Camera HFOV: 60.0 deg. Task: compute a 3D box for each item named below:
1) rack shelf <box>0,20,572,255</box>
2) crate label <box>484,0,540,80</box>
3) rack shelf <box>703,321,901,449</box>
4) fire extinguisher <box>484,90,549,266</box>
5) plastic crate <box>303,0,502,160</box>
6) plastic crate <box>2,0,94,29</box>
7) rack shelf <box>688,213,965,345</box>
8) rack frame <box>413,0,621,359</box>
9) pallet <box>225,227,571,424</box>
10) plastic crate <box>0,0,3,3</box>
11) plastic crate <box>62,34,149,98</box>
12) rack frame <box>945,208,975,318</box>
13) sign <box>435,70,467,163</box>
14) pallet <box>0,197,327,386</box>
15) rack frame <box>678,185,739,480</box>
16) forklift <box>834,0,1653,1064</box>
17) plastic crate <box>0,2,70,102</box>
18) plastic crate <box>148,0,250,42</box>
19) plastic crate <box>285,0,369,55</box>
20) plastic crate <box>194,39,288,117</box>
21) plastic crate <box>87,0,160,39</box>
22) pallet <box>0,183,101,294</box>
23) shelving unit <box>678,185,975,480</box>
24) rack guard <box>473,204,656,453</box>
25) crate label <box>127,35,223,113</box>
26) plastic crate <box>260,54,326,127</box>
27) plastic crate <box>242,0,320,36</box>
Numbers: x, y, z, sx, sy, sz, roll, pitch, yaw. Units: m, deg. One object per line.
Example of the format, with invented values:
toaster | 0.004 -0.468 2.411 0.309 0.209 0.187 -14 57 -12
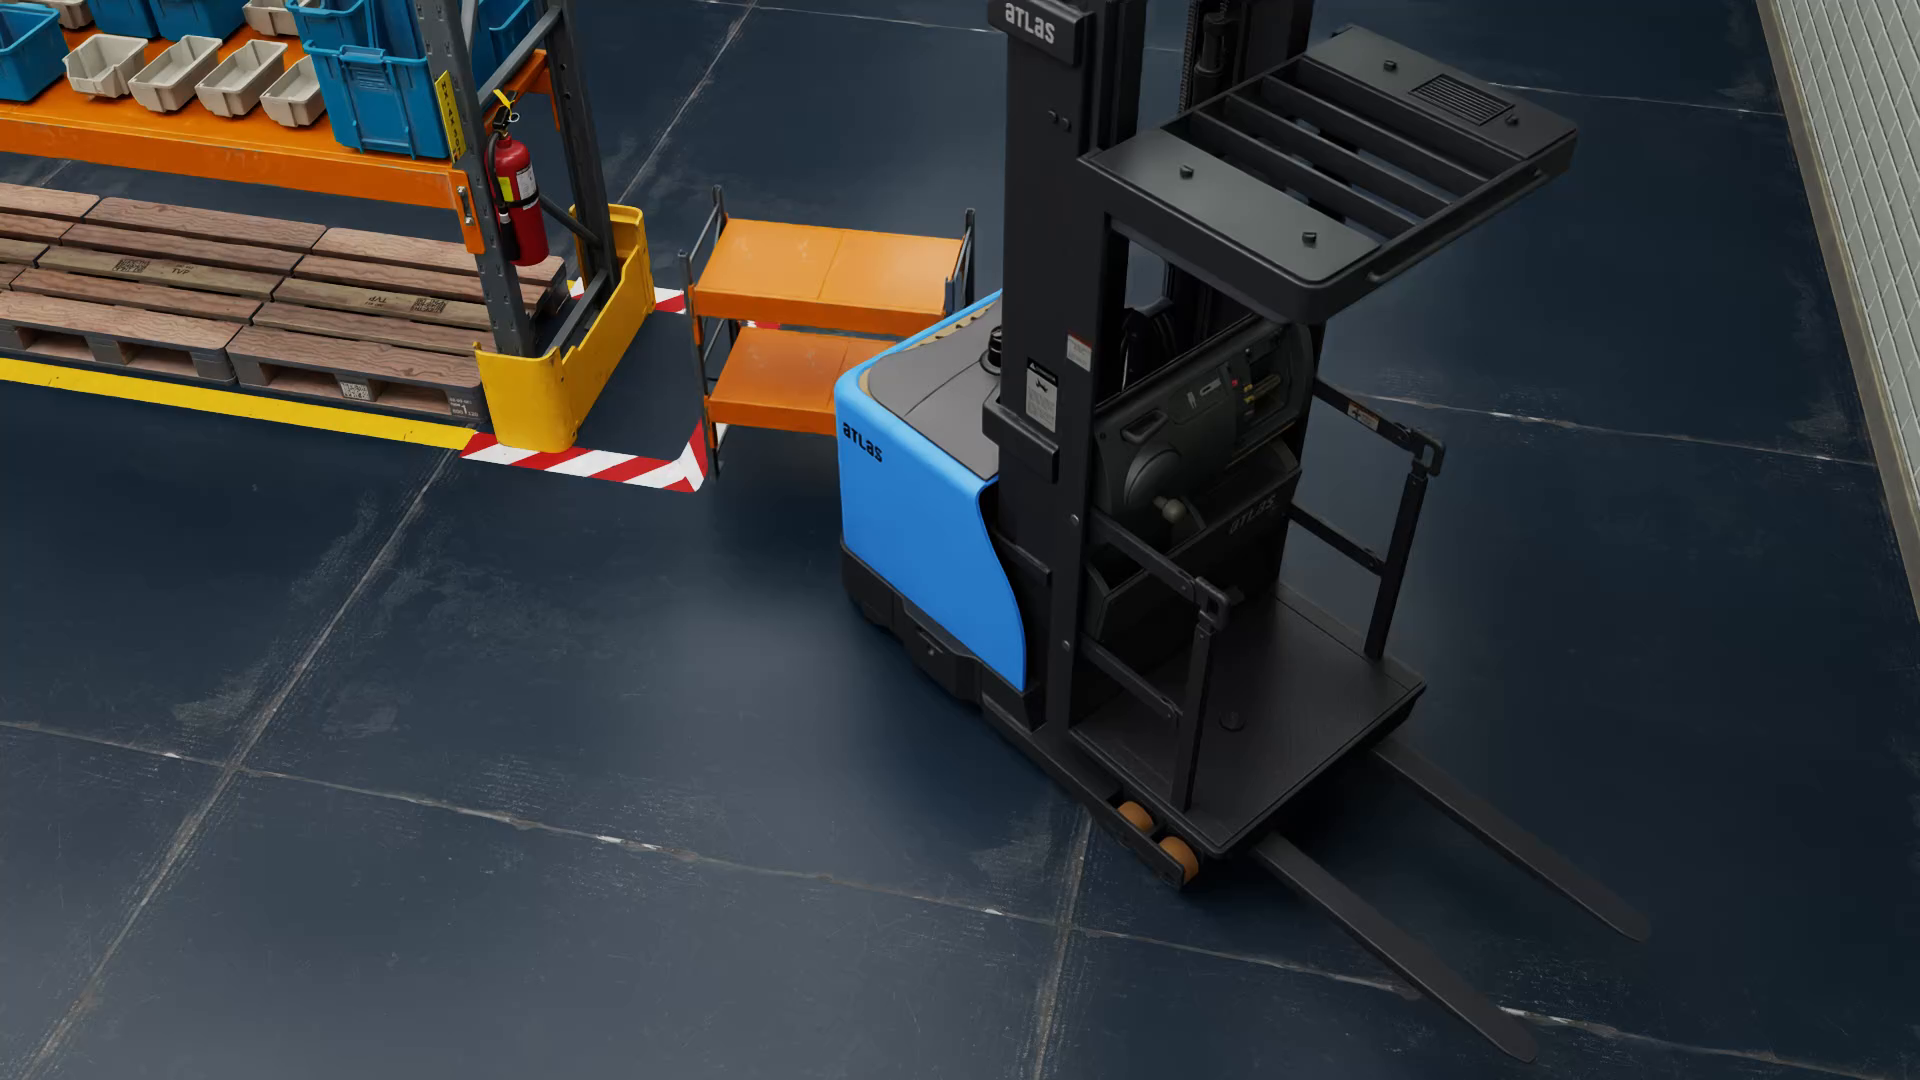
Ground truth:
rack shelf | -3.706 -1.904 7.083 4.000 0.370 1.077 9 45 9
crate label | -1.923 -2.081 6.827 0.303 0.233 0.416 9 45 9
rack shelf | -0.498 -0.596 6.908 1.000 0.278 0.538 7 44 7
fire extinguisher | -1.706 -1.367 6.332 0.183 0.674 0.296 9 45 9
plastic crate | -2.122 -1.819 6.408 0.499 0.435 0.616 9 45 9
plastic crate | -3.893 -2.332 7.157 0.466 0.136 0.293 9 45 9
rack shelf | -0.500 -0.983 6.535 1.000 0.278 0.538 7 44 7
rack frame | -1.754 -1.860 6.519 0.127 3.000 1.000 9 45 9
pallet | -2.550 -1.006 7.643 1.213 0.211 1.003 9 45 9
plastic crate | -4.208 -2.089 6.799 0.530 0.282 0.437 9 45 9
plastic crate | -3.439 -1.899 6.707 0.250 0.136 0.298 9 45 9
rack frame | 0.002 -0.713 6.675 0.032 1.125 0.500 7 44 7
sign | -1.858 -1.544 6.073 0.005 0.325 0.100 9 45 9
pallet | -3.737 -1.193 7.837 1.213 0.211 1.003 9 45 9
rack frame | -1.000 -0.831 6.801 0.032 1.125 0.500 7 44 7
forklift | 0.898 -0.306 4.954 1.130 2.935 3.031 -32 52 -29
plastic crate | -3.814 -1.959 6.699 0.300 0.233 0.416 9 45 9
plastic crate | -3.208 -2.281 7.034 0.300 0.233 0.416 9 45 9
plastic crate | -2.566 -2.181 6.930 0.300 0.233 0.416 9 45 9
plastic crate | -2.869 -1.841 6.647 0.243 0.136 0.396 9 45 9
plastic crate | -3.501 -2.326 7.081 0.300 0.233 0.416 9 45 9
pallet | -4.932 -1.376 8.027 1.213 0.211 1.003 9 45 9
shelving unit | -0.499 -0.772 6.738 1.048 1.125 0.538 7 44 7
rack guard | -1.728 -0.964 7.391 0.348 0.500 1.175 9 45 9
crate label | -3.146 -1.867 6.673 0.243 0.136 0.396 9 45 9
plastic crate | -2.590 -1.787 6.591 0.243 0.136 0.396 9 45 9
plastic crate | -2.880 -2.254 7.076 0.298 0.136 0.250 9 45 9
